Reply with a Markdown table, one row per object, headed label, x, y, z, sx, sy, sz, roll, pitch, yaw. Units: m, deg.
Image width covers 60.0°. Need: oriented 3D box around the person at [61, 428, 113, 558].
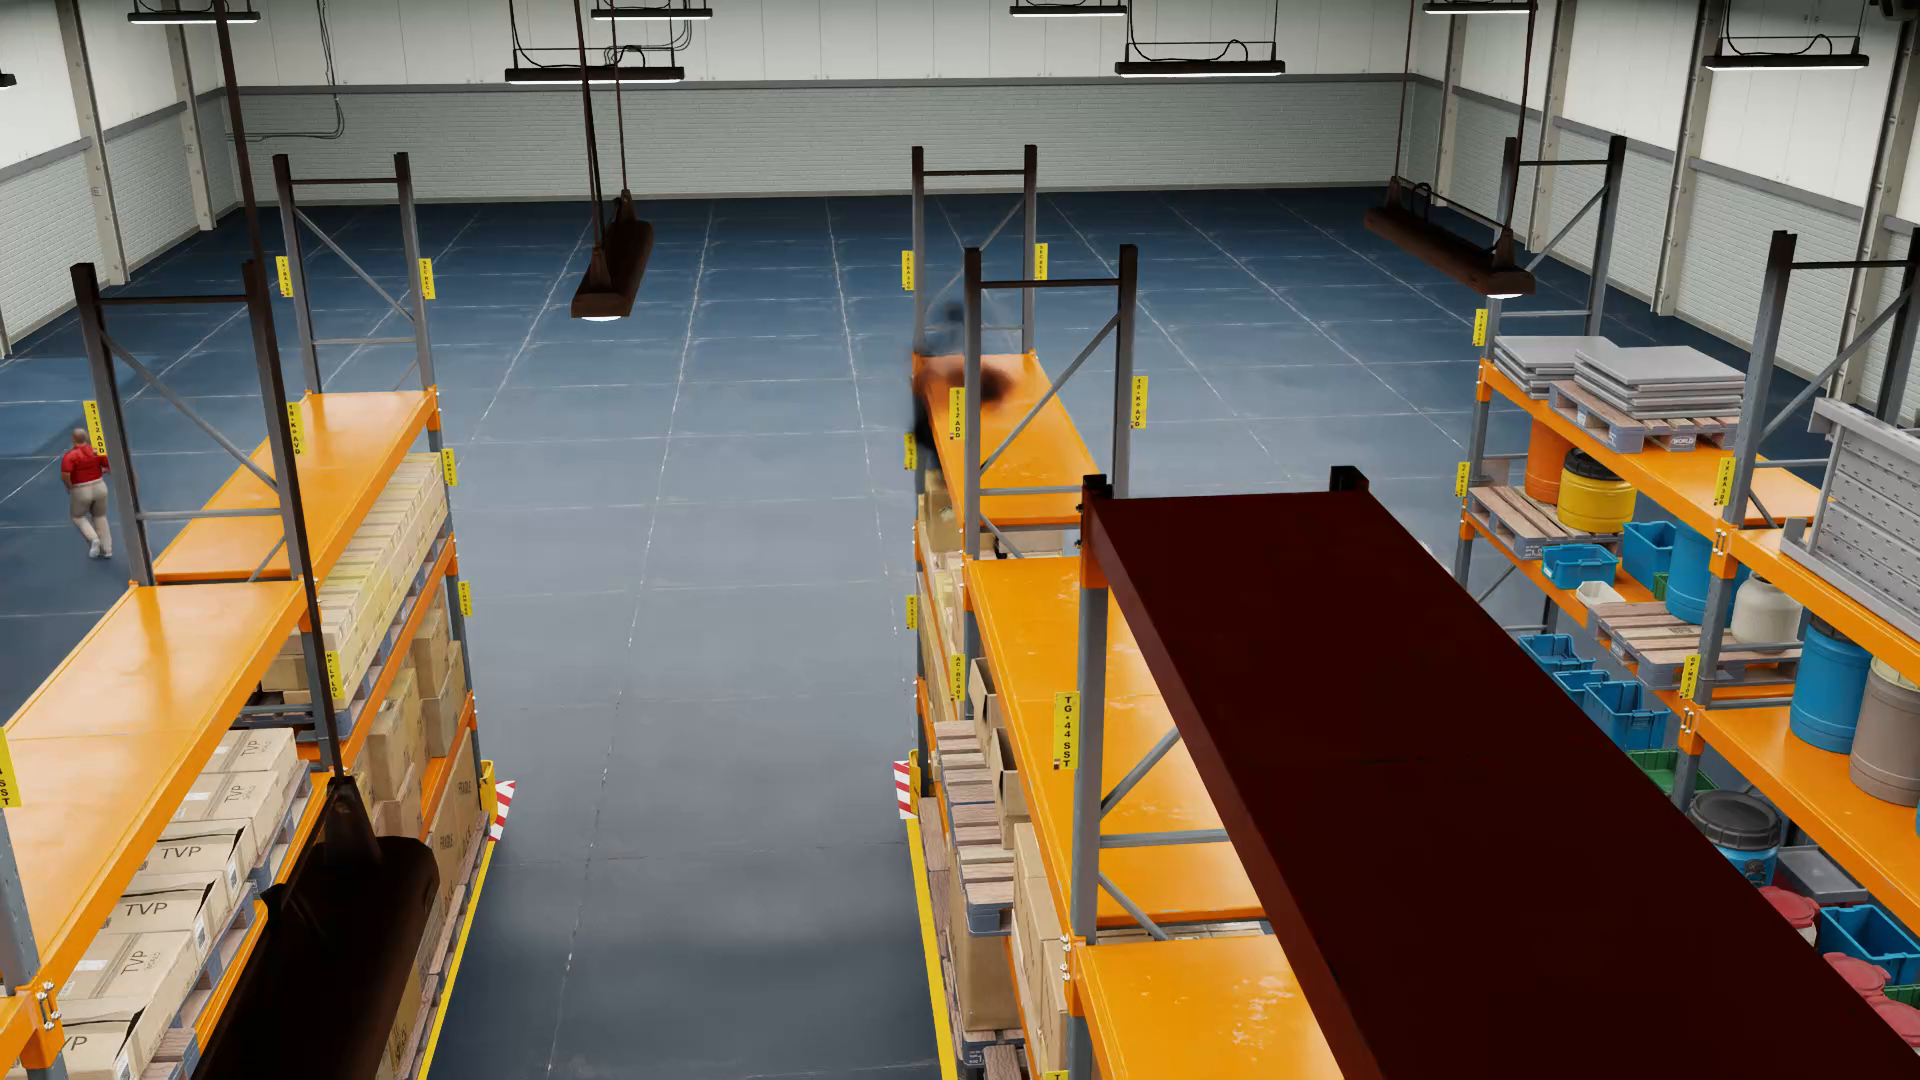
| label | x | y | z | sx | sy | sz | roll | pitch | yaw |
| --- | --- | --- | --- | --- | --- | --- | --- | --- | --- |
| person | -10.982 | -0.615 | 20.893 | 0.590 | 1.678 | 0.651 | 19 | 29 | 40 |
